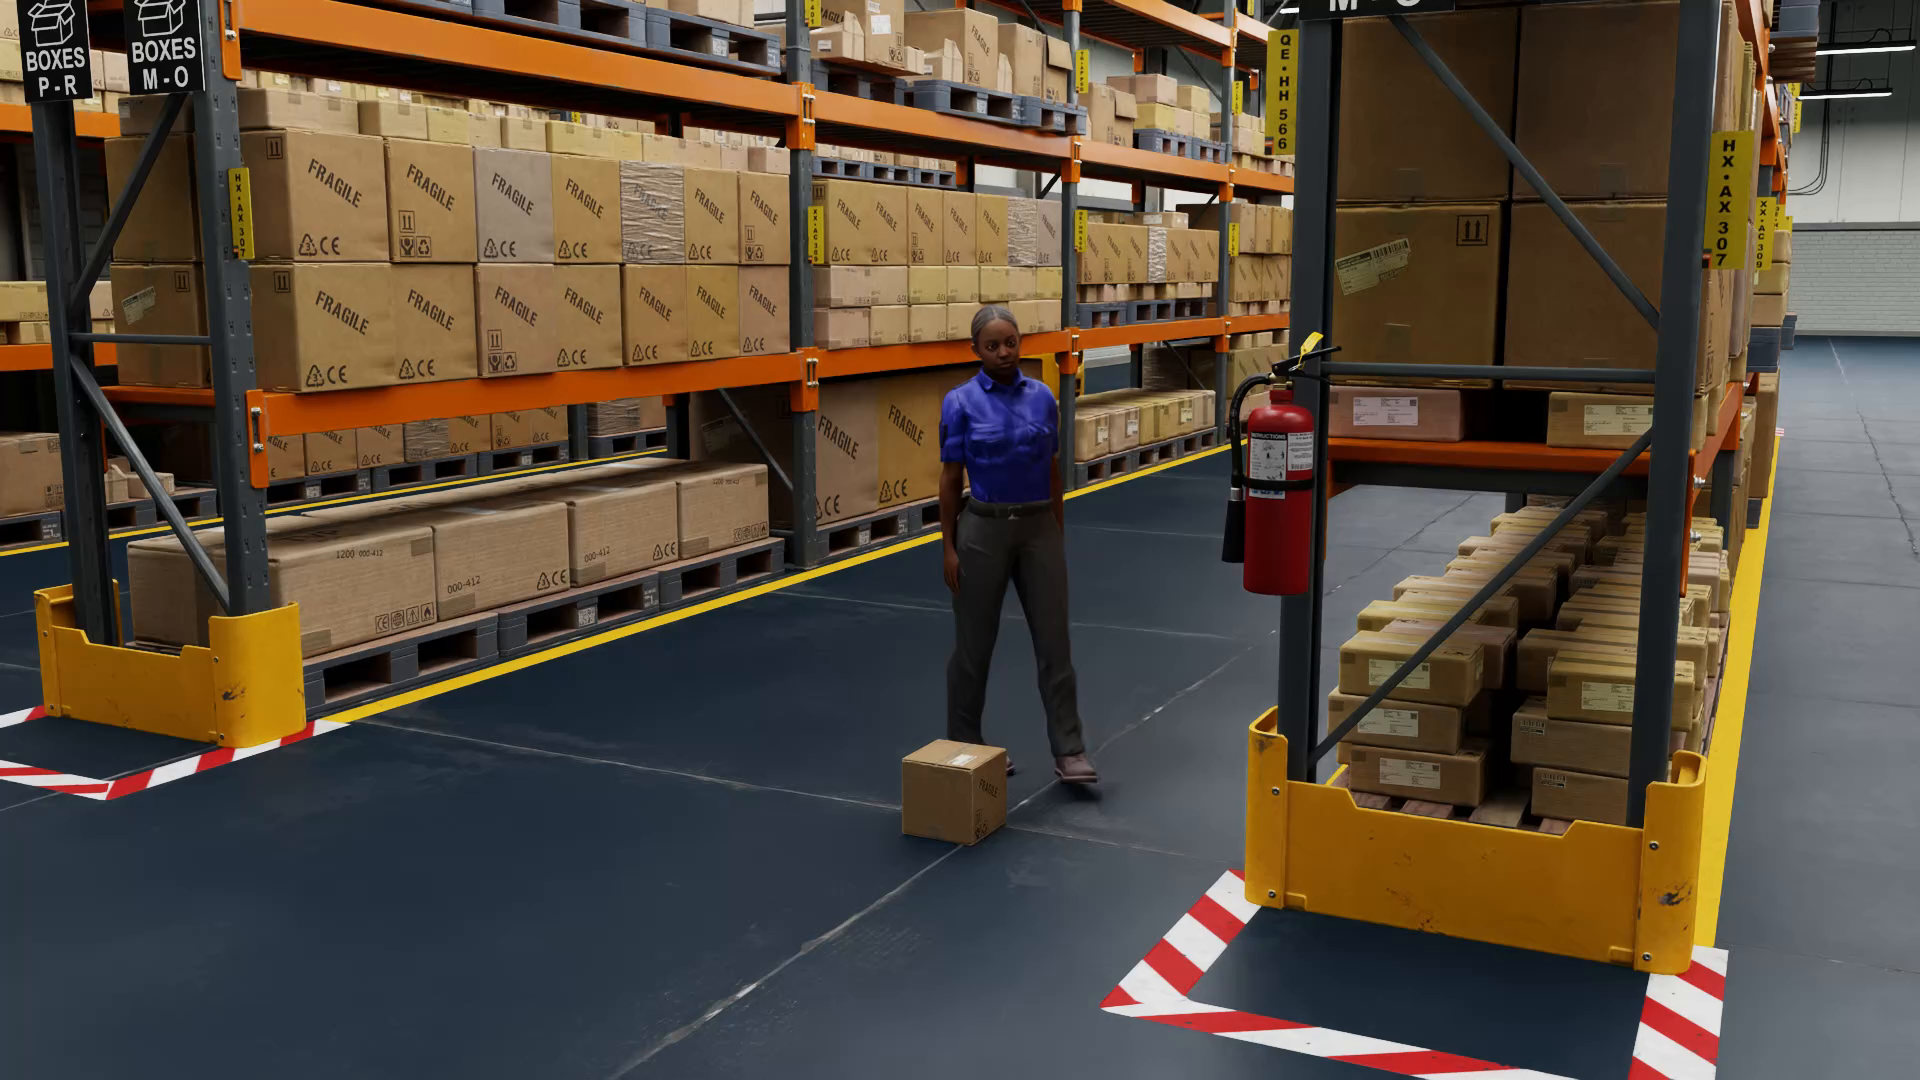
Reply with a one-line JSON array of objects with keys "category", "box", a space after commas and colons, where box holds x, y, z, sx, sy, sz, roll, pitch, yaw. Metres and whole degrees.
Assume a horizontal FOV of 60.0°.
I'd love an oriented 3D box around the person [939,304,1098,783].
[{"category": "person", "box": [0.191, 0.027, 5.716, 0.469, 1.656, 0.624, -3, 10, -18]}]
